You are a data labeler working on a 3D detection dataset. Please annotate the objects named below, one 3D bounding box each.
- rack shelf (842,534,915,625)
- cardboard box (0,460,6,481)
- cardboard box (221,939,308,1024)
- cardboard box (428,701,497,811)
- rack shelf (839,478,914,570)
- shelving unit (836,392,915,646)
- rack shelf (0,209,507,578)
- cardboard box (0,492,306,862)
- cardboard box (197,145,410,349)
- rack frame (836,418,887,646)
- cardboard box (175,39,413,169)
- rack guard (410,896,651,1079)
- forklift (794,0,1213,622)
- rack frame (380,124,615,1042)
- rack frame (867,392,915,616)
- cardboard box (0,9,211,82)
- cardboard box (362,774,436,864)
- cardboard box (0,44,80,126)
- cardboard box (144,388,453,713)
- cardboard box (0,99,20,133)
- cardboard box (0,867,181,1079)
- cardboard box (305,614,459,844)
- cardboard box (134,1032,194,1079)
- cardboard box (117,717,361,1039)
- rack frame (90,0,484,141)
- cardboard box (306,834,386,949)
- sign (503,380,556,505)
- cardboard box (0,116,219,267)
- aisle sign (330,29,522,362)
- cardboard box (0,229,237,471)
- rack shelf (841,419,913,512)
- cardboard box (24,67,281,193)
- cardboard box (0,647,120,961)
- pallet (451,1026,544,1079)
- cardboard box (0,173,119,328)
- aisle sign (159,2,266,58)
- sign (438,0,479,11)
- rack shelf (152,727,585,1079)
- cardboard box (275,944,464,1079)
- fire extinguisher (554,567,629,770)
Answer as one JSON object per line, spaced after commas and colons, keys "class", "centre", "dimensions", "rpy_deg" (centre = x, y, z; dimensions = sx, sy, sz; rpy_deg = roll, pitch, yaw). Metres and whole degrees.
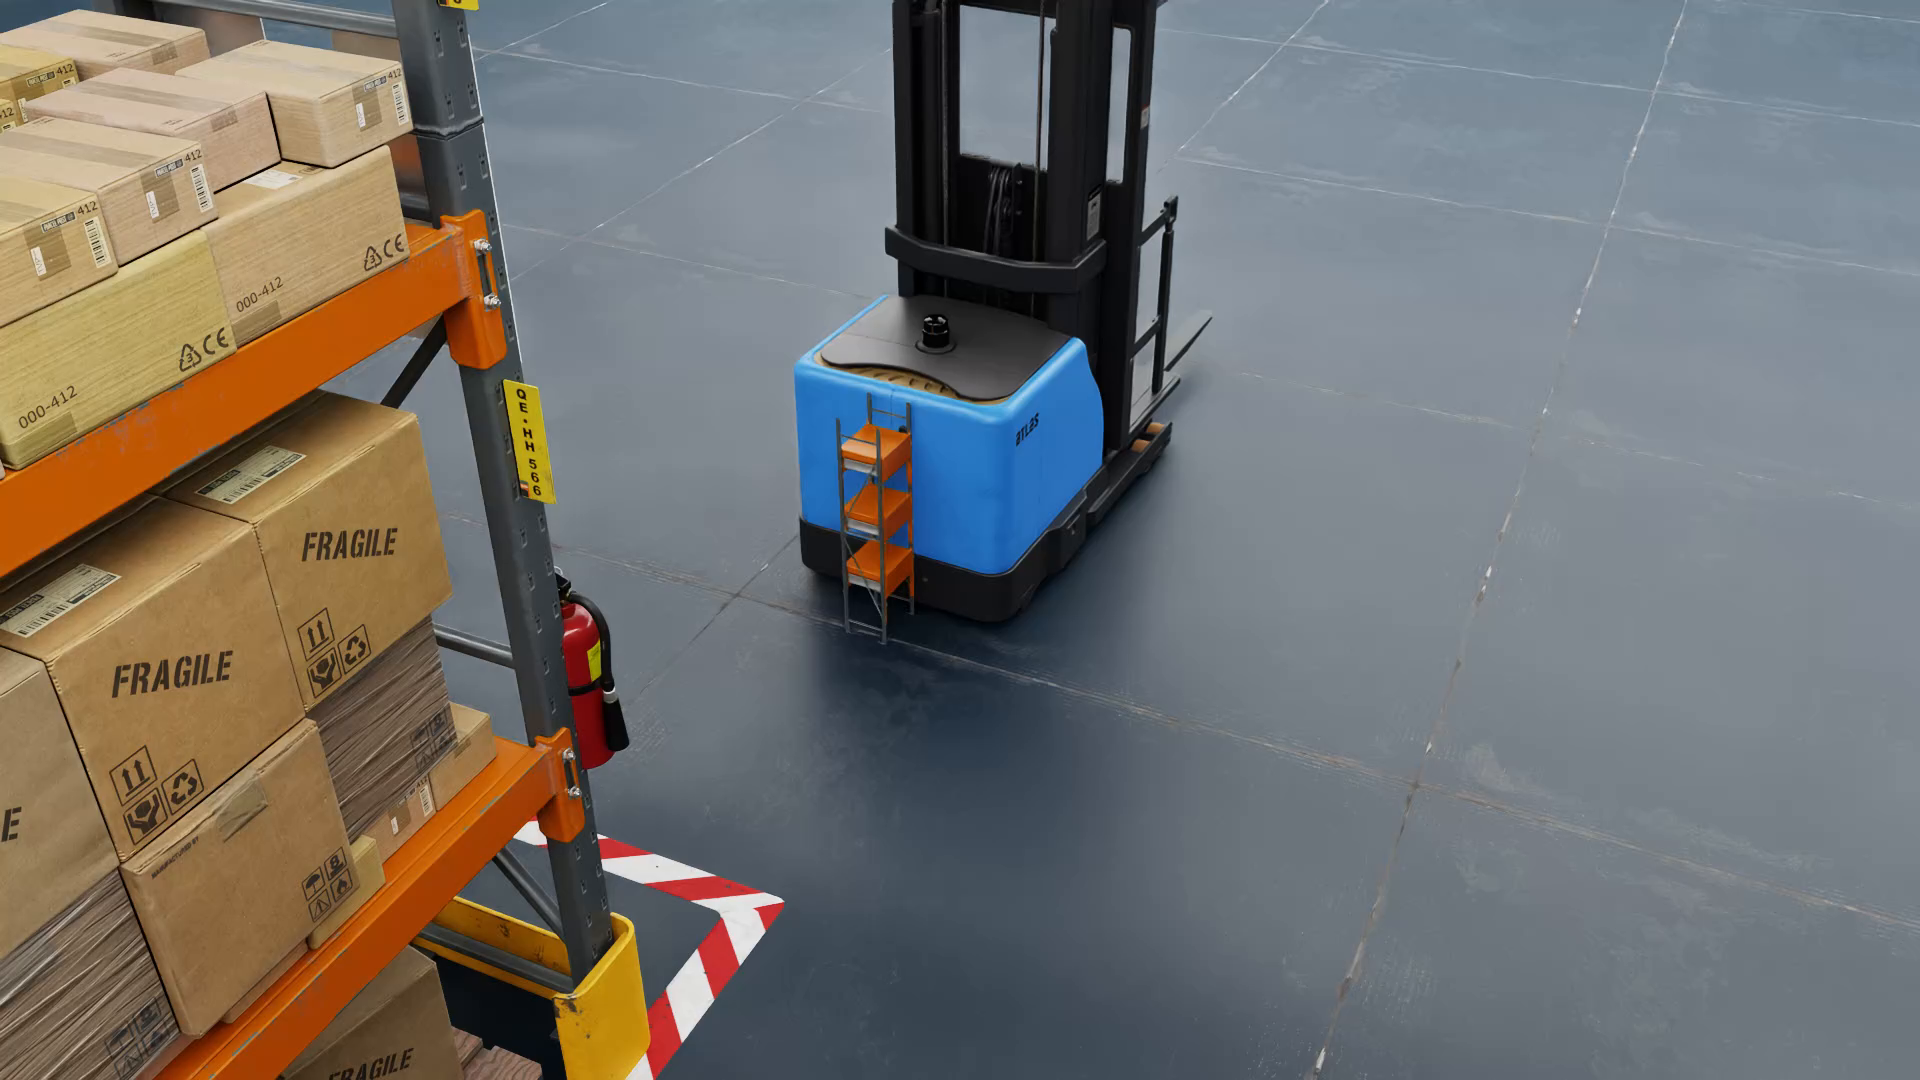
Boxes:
{"class": "rack shelf", "centre": [-0.345, 0.166, 7.066], "dimensions": [0.215, 0.259, 0.240], "rpy_deg": [16, 36, 23]}
{"class": "cardboard box", "centre": [-1.936, -0.146, 2.638], "dimensions": [0.500, 0.250, 0.500], "rpy_deg": [15, 36, 22]}
{"class": "cardboard box", "centre": [-1.750, 0.921, 3.839], "dimensions": [0.380, 0.149, 0.250], "rpy_deg": [14, 36, 20]}
{"class": "cardboard box", "centre": [-1.469, 0.539, 4.421], "dimensions": [0.380, 0.149, 0.250], "rpy_deg": [14, 36, 20]}
{"class": "rack shelf", "centre": [-0.345, -0.066, 6.913], "dimensions": [0.215, 0.259, 0.240], "rpy_deg": [16, 36, 23]}
{"class": "shelving unit", "centre": [-0.345, -0.075, 6.907], "dimensions": [0.215, 1.050, 0.252], "rpy_deg": [16, 36, 23]}
{"class": "rack shelf", "centre": [-2.374, 0.287, 2.497], "dimensions": [1.077, 0.370, 4.000], "rpy_deg": [14, 36, 20]}
{"class": "cardboard box", "centre": [-1.746, 0.241, 3.372], "dimensions": [0.500, 0.500, 0.500], "rpy_deg": [14, 36, 20]}
{"class": "cardboard box", "centre": [-1.508, -0.648, 3.405], "dimensions": [0.500, 0.250, 0.500], "rpy_deg": [15, 36, 22]}
{"class": "rack frame", "centre": [-0.401, -0.016, 6.817], "dimensions": [0.200, 1.050, 0.008], "rpy_deg": [16, 36, 23]}
{"class": "cardboard box", "centre": [-1.370, -0.904, 3.430], "dimensions": [0.380, 0.149, 0.250], "rpy_deg": [14, 36, 20]}
{"class": "rack guard", "centre": [-1.569, 1.328, 5.269], "dimensions": [1.175, 0.500, 0.348], "rpy_deg": [14, 36, 20]}
{"class": "forklift", "centre": [0.414, -1.662, 7.612], "dimensions": [1.130, 2.935, 3.031], "rpy_deg": [16, 36, 23]}
{"class": "rack frame", "centre": [-1.537, 0.245, 4.641], "dimensions": [1.000, 3.000, 0.127], "rpy_deg": [14, 36, 20]}
{"class": "rack frame", "centre": [-0.288, -0.135, 6.998], "dimensions": [0.200, 1.050, 0.008], "rpy_deg": [16, 36, 23]}
{"class": "cardboard box", "centre": [-1.862, -1.029, 3.622], "dimensions": [0.380, 0.149, 0.250], "rpy_deg": [14, 36, 20]}
{"class": "cardboard box", "centre": [-1.574, 0.664, 4.232], "dimensions": [0.380, 0.149, 0.250], "rpy_deg": [14, 36, 20]}
{"class": "cardboard box", "centre": [-2.058, -0.923, 3.459], "dimensions": [0.380, 0.149, 0.250], "rpy_deg": [15, 36, 22]}
{"class": "cardboard box", "centre": [-1.543, -0.009, 3.754], "dimensions": [0.500, 0.500, 0.500], "rpy_deg": [14, 36, 20]}
{"class": "cardboard box", "centre": [-2.052, -0.768, 3.224], "dimensions": [0.380, 0.149, 0.250], "rpy_deg": [14, 36, 20]}
{"class": "cardboard box", "centre": [-2.141, 0.862, 3.338], "dimensions": [0.875, 0.500, 0.500], "rpy_deg": [14, 36, 20]}
{"class": "cardboard box", "centre": [-1.792, 0.346, 4.124], "dimensions": [0.875, 0.500, 0.500], "rpy_deg": [14, 36, 20]}
{"class": "cardboard box", "centre": [-1.892, 1.036, 3.664], "dimensions": [0.380, 0.149, 0.250], "rpy_deg": [14, 36, 20]}
{"class": "cardboard box", "centre": [-1.892, 0.623, 3.702], "dimensions": [0.875, 0.500, 0.500], "rpy_deg": [14, 36, 20]}
{"class": "rack frame", "centre": [-1.537, -2.264, 2.996], "dimensions": [1.000, 3.000, 0.127], "rpy_deg": [14, 36, 20]}
{"class": "cardboard box", "centre": [-1.632, 0.800, 4.024], "dimensions": [0.380, 0.149, 0.250], "rpy_deg": [14, 36, 20]}
{"class": "sign", "centre": [-1.041, -0.234, 4.027], "dimensions": [0.100, 0.325, 0.005], "rpy_deg": [14, 36, 20]}
{"class": "cardboard box", "centre": [-1.600, -0.640, 3.027], "dimensions": [0.380, 0.149, 0.250], "rpy_deg": [13, 35, 18]}
{"class": "aisle sign", "centre": [-1.238, -0.804, 3.870], "dimensions": [0.394, 0.787, 0.004], "rpy_deg": [14, 36, 20]}
{"class": "cardboard box", "centre": [-1.714, -0.399, 3.024], "dimensions": [0.500, 0.250, 0.500], "rpy_deg": [14, 36, 21]}
{"class": "rack shelf", "centre": [-0.345, -0.304, 6.758], "dimensions": [0.215, 0.259, 0.240], "rpy_deg": [16, 36, 23]}
{"class": "cardboard box", "centre": [-1.585, -0.801, 3.274], "dimensions": [0.380, 0.149, 0.250], "rpy_deg": [13, 35, 19]}
{"class": "cardboard box", "centre": [-1.958, 0.490, 2.993], "dimensions": [0.500, 0.500, 0.500], "rpy_deg": [14, 36, 20]}
{"class": "pallet", "centre": [-1.941, 1.845, 4.743], "dimensions": [1.003, 0.211, 1.213], "rpy_deg": [14, 36, 20]}
{"class": "cardboard box", "centre": [-1.683, -0.509, 2.828], "dimensions": [0.380, 0.149, 0.250], "rpy_deg": [14, 36, 21]}
{"class": "aisle sign", "centre": [-1.783, -0.942, 4.080], "dimensions": [0.394, 0.787, 0.004], "rpy_deg": [14, 36, 20]}
{"class": "sign", "centre": [-1.041, -1.242, 3.366], "dimensions": [0.100, 0.325, 0.005], "rpy_deg": [14, 36, 20]}
{"class": "rack shelf", "centre": [-2.374, 1.542, 3.319], "dimensions": [1.077, 0.370, 4.000], "rpy_deg": [14, 36, 20]}
{"class": "cardboard box", "centre": [-1.813, 1.422, 4.743], "dimensions": [0.500, 0.500, 0.500], "rpy_deg": [21, 39, 29]}
{"class": "fire extinguisher", "centre": [-1.070, 0.326, 4.588], "dimensions": [0.296, 0.674, 0.183], "rpy_deg": [14, 36, 20]}
